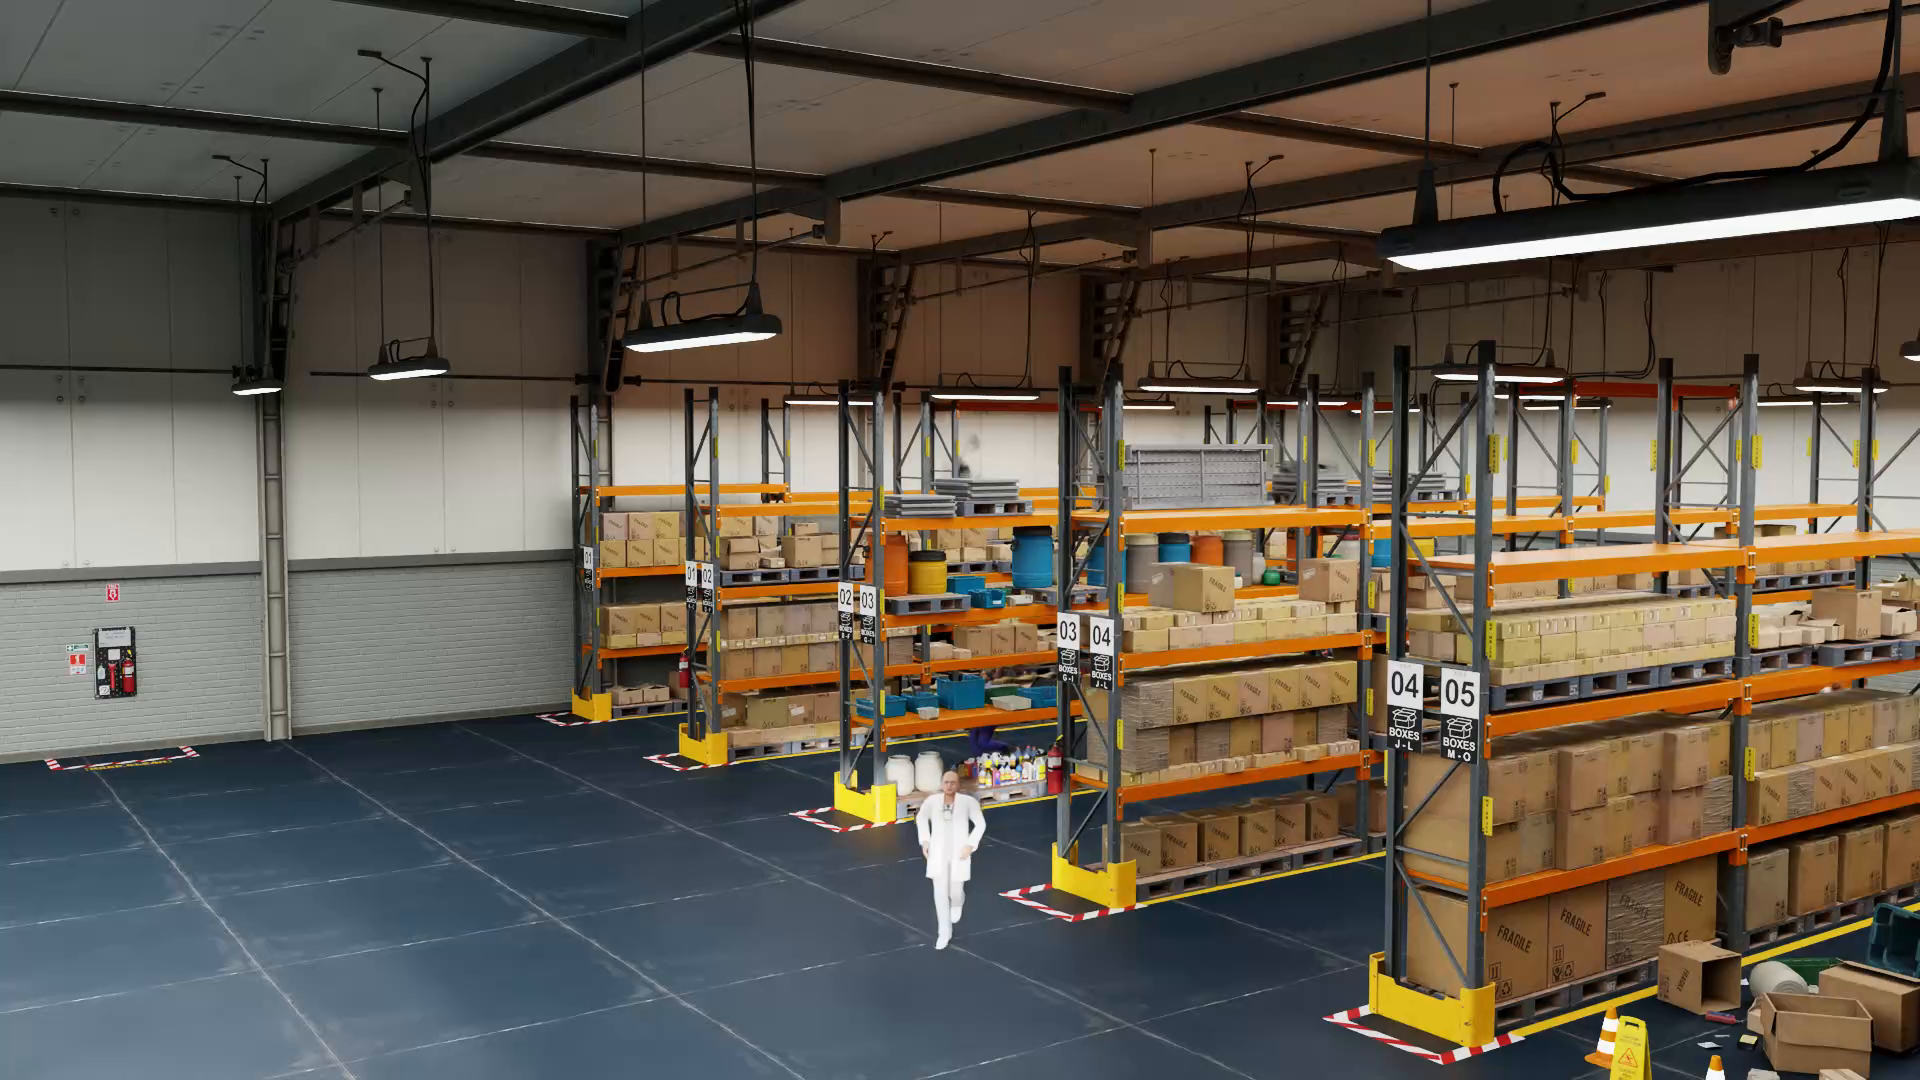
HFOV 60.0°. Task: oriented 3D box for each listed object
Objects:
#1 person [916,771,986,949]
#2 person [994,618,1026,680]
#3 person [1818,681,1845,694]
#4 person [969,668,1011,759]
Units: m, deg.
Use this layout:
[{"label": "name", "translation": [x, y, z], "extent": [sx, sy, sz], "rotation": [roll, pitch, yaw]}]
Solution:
[{"label": "person", "translation": [-0.098, 3.264, 17.263], "extent": [0.737, 1.768, 0.885], "rotation": [0, 3, 5]}, {"label": "person", "translation": [0.940, 2.046, 33.162], "extent": [0.848, 1.670, 0.586], "rotation": [-3, 4, -38]}, {"label": "person", "translation": [12.993, 2.807, 24.686], "extent": [0.738, 1.770, 0.649], "rotation": [-3, 5, -40]}, {"label": "person", "translation": [0.438, 2.810, 26.020], "extent": [0.670, 1.621, 0.608], "rotation": [-2, 4, -32]}]
